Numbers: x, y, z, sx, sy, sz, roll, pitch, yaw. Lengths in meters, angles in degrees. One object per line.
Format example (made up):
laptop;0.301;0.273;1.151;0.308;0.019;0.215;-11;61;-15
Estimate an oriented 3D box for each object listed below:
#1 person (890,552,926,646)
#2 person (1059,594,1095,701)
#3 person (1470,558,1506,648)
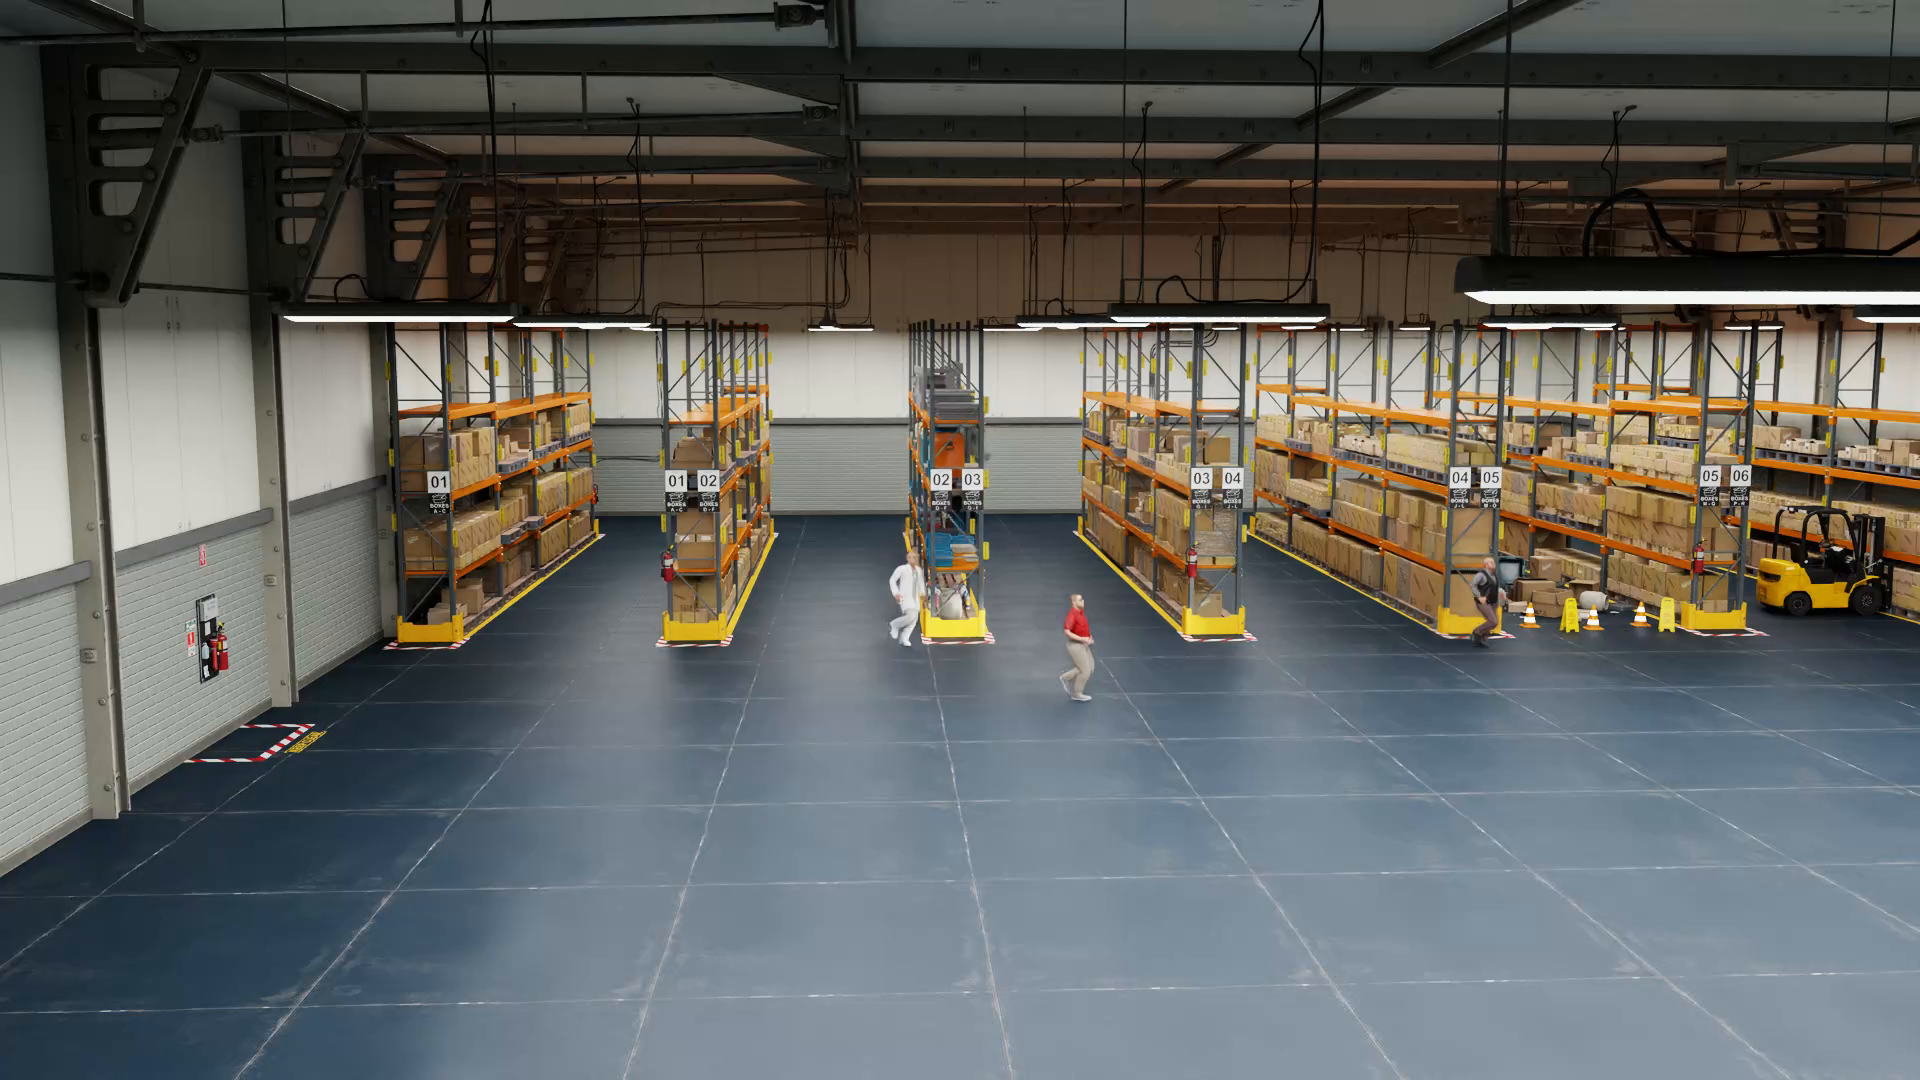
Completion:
person;-0.894;1.083;30.783;0.738;1.696;0.516;-7;10;-43
person;1.849;1.676;26.074;0.604;1.674;0.660;2;7;19
person;9.652;1.155;30.370;0.621;1.674;0.581;-6;9;-39
